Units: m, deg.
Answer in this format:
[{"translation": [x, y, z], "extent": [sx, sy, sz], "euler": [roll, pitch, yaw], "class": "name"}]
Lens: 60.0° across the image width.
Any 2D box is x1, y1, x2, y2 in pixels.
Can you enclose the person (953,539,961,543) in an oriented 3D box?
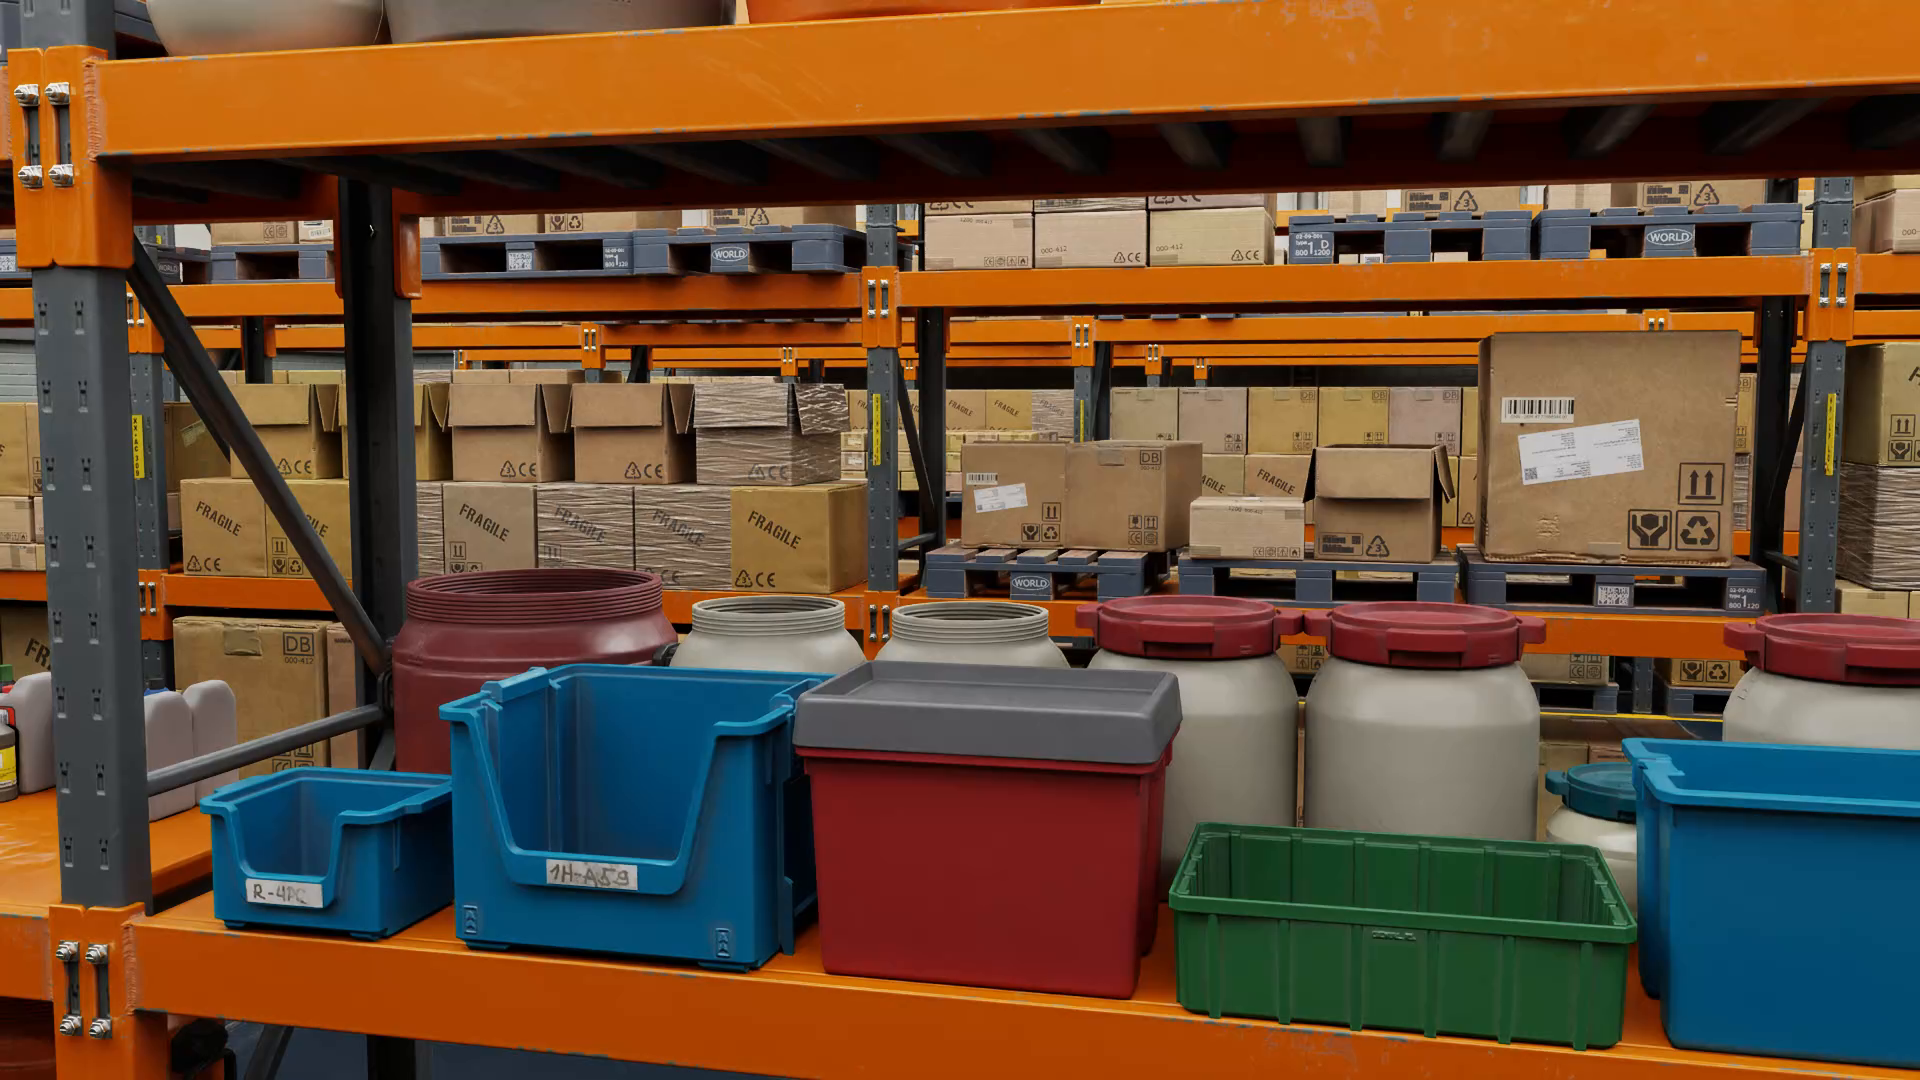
[{"translation": [0.105, 0.391, 16.277], "extent": [0.513, 0.886, 0.937], "euler": [1, 5, 11], "class": "person"}]
